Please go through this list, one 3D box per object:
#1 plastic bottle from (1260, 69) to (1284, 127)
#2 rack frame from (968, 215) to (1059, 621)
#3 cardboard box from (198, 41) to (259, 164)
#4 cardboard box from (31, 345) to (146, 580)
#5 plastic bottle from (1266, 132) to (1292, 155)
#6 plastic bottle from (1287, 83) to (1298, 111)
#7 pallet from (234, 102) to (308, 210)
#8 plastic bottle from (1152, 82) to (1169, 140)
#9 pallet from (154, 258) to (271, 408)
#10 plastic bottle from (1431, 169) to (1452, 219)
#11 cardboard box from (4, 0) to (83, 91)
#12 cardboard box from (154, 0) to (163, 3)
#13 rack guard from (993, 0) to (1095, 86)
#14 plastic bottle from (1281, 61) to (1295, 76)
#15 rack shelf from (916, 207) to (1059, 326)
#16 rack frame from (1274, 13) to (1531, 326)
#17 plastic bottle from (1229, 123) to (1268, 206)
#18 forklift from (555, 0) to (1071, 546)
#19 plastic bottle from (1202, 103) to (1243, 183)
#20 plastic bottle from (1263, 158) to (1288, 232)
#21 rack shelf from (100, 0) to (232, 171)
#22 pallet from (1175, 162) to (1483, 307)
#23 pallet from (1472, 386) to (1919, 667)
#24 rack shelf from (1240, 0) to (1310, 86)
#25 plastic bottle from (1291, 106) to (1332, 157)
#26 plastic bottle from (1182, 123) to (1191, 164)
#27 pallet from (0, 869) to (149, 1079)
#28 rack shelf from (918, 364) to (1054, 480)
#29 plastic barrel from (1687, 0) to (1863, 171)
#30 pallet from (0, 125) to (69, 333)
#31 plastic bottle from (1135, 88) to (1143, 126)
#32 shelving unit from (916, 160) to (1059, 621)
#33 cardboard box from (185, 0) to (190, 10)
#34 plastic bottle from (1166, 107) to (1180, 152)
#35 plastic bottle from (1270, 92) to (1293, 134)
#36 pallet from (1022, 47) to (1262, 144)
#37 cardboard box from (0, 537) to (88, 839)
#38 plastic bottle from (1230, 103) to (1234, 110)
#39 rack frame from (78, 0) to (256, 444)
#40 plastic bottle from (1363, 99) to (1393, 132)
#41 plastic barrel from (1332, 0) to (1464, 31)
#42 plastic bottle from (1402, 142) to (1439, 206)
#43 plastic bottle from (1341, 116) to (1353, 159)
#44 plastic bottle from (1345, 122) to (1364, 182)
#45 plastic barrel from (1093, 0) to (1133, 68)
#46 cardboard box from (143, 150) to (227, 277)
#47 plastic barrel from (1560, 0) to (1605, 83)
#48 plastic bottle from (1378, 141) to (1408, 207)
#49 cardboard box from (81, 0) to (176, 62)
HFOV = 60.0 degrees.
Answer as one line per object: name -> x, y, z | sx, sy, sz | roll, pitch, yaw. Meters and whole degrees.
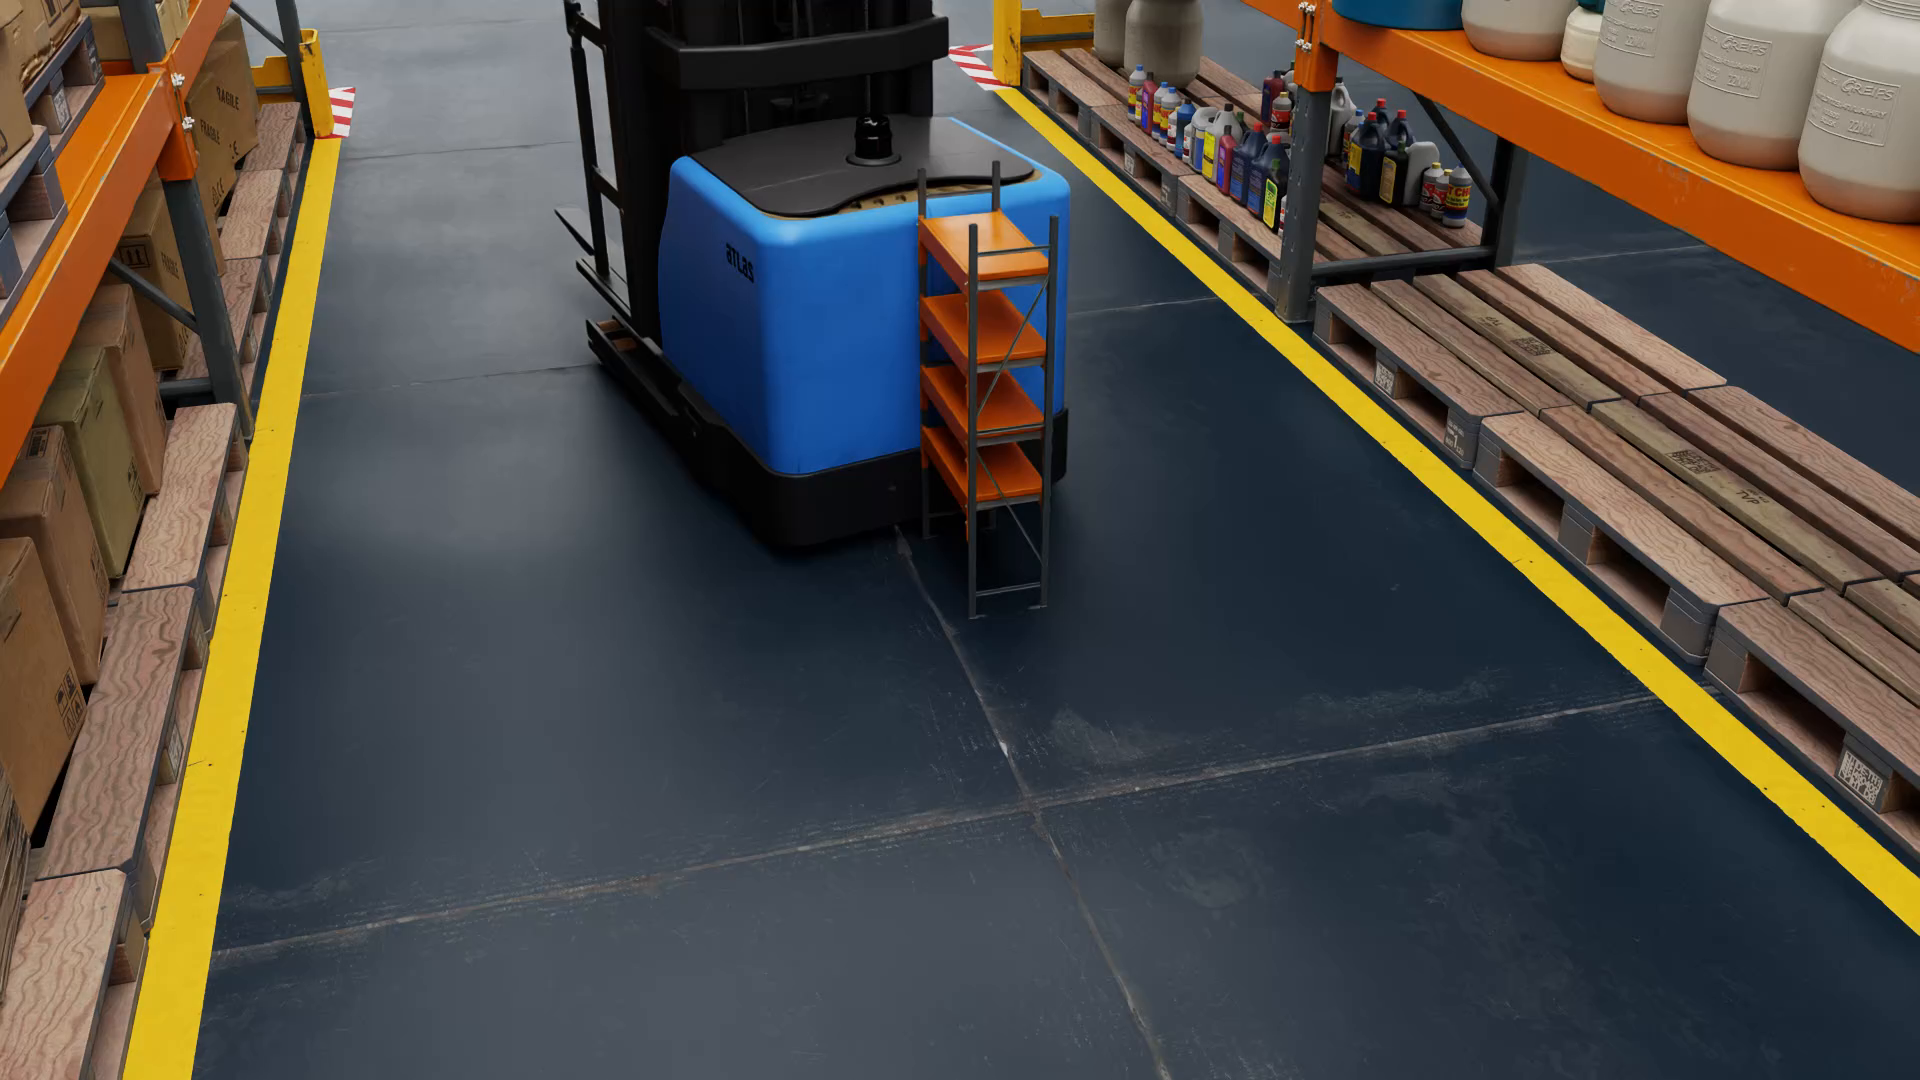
plastic bottle -> 1.578, -2.240, 8.398 | 0.061, 0.283, 0.133 | -8, 31, -13
rack frame -> 0.139, -0.304, 4.577 | 0.240, 1.200, 0.015 | -9, 31, -15
cardboard box -> -3.704, -2.047, 7.869 | 0.500, 0.500, 0.500 | 0, 30, 0
cardboard box -> -2.733, -0.180, 4.622 | 0.700, 0.500, 0.500 | -8, 31, -14
plastic bottle -> 1.428, -1.671, 7.422 | 0.152, 0.276, 0.135 | -8, 31, -13
plastic bottle -> 1.717, -2.184, 8.309 | 0.152, 0.276, 0.135 | -9, 31, -15
pallet -> -3.844, -1.895, 8.313 | 1.003, 0.211, 1.213 | -8, 31, -13
plastic bottle -> 1.002, -2.121, 8.204 | 0.097, 0.271, 0.097 | 0, 30, 0
pallet -> -3.196, -0.716, 6.277 | 1.003, 0.211, 1.213 | -8, 31, -13
plastic bottle -> 2.103, -1.502, 7.206 | 0.097, 0.201, 0.097 | 0, 30, 0
cardboard box -> -2.908, -1.642, 4.075 | 1.000, 1.000, 1.000 | -8, 31, -13
cardboard box -> -3.044, -2.001, 5.316 | 0.875, 0.500, 0.500 | -8, 31, -13
rack guard -> 0.795, -3.082, 10.075 | 1.175, 0.500, 0.348 | -8, 31, -13
plastic bottle -> 1.689, -2.326, 8.546 | 0.061, 0.283, 0.133 | -7, 31, -12
rack shelf -> 0.068, -0.761, 4.582 | 0.258, 0.148, 0.480 | -9, 31, -15
rack frame -> 1.791, -2.262, 6.164 | 1.000, 3.000, 0.127 | -8, 31, -13
plastic bottle -> 1.292, -1.671, 7.348 | 0.144, 0.351, 0.185 | -9, 31, -16
forklift -> -0.784, -1.961, 5.712 | 1.130, 2.935, 3.031 | -15, 33, -24
plastic bottle -> 1.206, -1.827, 7.618 | 0.144, 0.351, 0.185 | -8, 31, -14
plastic bottle -> 1.346, -1.465, 7.059 | 0.061, 0.283, 0.133 | -6, 31, -11
rack shelf -> -3.515, -2.258, 6.875 | 1.077, 0.370, 4.000 | -8, 31, -13
pallet -> 1.653, -1.385, 7.432 | 1.003, 0.211, 1.213 | -8, 31, -13
pallet -> 2.365, -0.091, 5.196 | 1.003, 0.211, 1.213 | -8, 31, -13
rack shelf -> 1.261, -2.917, 8.013 | 1.077, 0.370, 4.000 | -8, 31, -13
plastic bottle -> 1.678, -1.983, 7.962 | 0.152, 0.276, 0.135 | -8, 31, -13
plastic bottle -> 1.109, -1.895, 7.884 | 0.097, 0.201, 0.097 | 0, 30, 0
pallet -> -2.128, 1.158, 3.039 | 1.003, 0.211, 1.213 | -8, 31, -13
rack shelf -> 0.068, -0.362, 4.813 | 0.258, 0.148, 0.480 | -9, 31, -15
plastic barrel -> 2.144, -1.266, 4.308 | 0.433, 0.535, 0.433 | 0, 30, 0
pallet -> -2.487, -0.539, 3.378 | 1.003, 0.211, 1.213 | -8, 31, -13
plastic bottle -> 0.938, -2.206, 8.421 | 0.097, 0.201, 0.097 | 0, 30, 0
shelving unit -> 0.068, -0.421, 4.779 | 0.258, 1.200, 0.503 | -9, 31, -15
cardboard box -> -2.898, -1.878, 5.751 | 0.380, 0.149, 0.250 | -8, 31, -13
plastic bottle -> 1.054, -1.994, 8.055 | 0.097, 0.201, 0.097 | 0, 30, 0
plastic bottle -> 1.602, -2.126, 8.284 | 0.097, 0.201, 0.097 | 0, 30, 0
pallet -> 1.006, -2.563, 9.468 | 1.003, 0.211, 1.213 | -8, 31, -13
cardboard box -> -2.436, 0.360, 3.690 | 0.700, 0.500, 0.500 | -5, 30, -9
plastic bottle -> 1.269, -1.892, 7.796 | 0.061, 0.283, 0.133 | -8, 31, -13
rack frame -> -2.984, -1.603, 5.026 | 1.000, 3.000, 0.127 | -8, 31, -13
plastic bottle -> 1.927, -1.842, 7.643 | 0.144, 0.351, 0.185 | -9, 31, -15
plastic barrel -> 1.602, -2.252, 5.646 | 0.600, 0.901, 0.708 | -8, 31, -13
plastic bottle -> 2.017, -1.638, 7.366 | 0.152, 0.276, 0.135 | -7, 31, -11
plastic bottle -> 1.875, -1.917, 7.922 | 0.097, 0.201, 0.097 | 0, 30, 0
plastic bottle -> 1.822, -1.770, 7.599 | 0.097, 0.271, 0.097 | 0, 30, 0
plastic barrel -> 0.978, -2.991, 9.488 | 0.421, 0.512, 0.421 | 0, 30, 0
cardboard box -> -3.211, -1.177, 6.366 | 0.500, 0.500, 0.500 | 2, 30, 3
plastic barrel -> 1.995, -1.542, 5.058 | 0.301, 0.262, 0.301 | 0, 30, 0
plastic bottle -> 1.915, -1.627, 7.339 | 0.061, 0.283, 0.133 | -8, 31, -13
cardboard box -> -2.751, -1.638, 5.337 | 0.380, 0.149, 0.250 | -8, 31, -13
